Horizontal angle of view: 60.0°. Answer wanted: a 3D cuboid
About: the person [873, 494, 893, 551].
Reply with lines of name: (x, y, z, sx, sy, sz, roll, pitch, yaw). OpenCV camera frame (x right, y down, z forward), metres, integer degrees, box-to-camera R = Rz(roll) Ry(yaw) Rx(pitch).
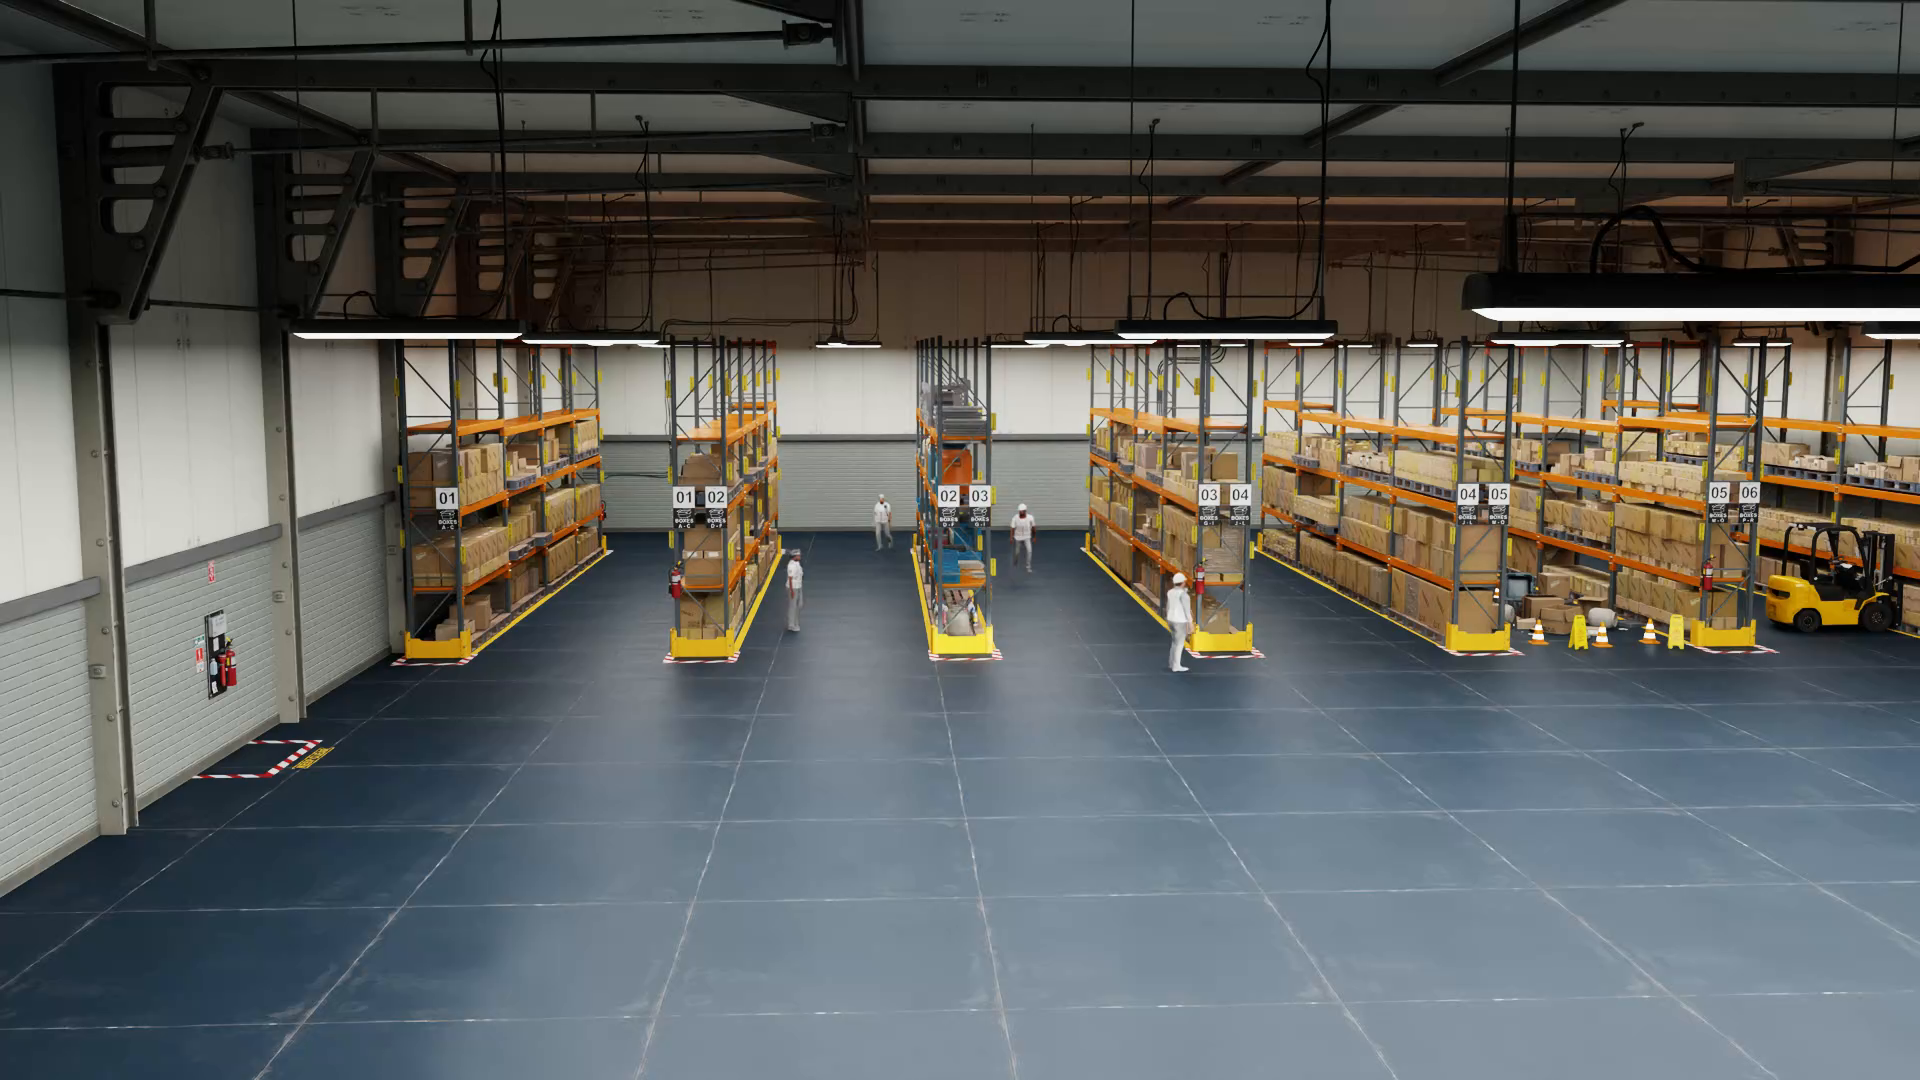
person: (-2.230, -0.512, 47.665, 0.535, 1.629, 0.703, 1, 7, 12)

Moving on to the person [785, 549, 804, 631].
person: (-3.403, 1.050, 34.228, 0.337, 1.760, 0.548, 1, 7, 11)

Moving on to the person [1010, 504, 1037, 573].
person: (1.570, -0.049, 40.909, 0.717, 1.699, 1.024, -1, 7, -10)

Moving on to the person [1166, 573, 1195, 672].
person: (3.965, 1.490, 29.795, 0.423, 1.807, 0.619, -3, 7, -24)
